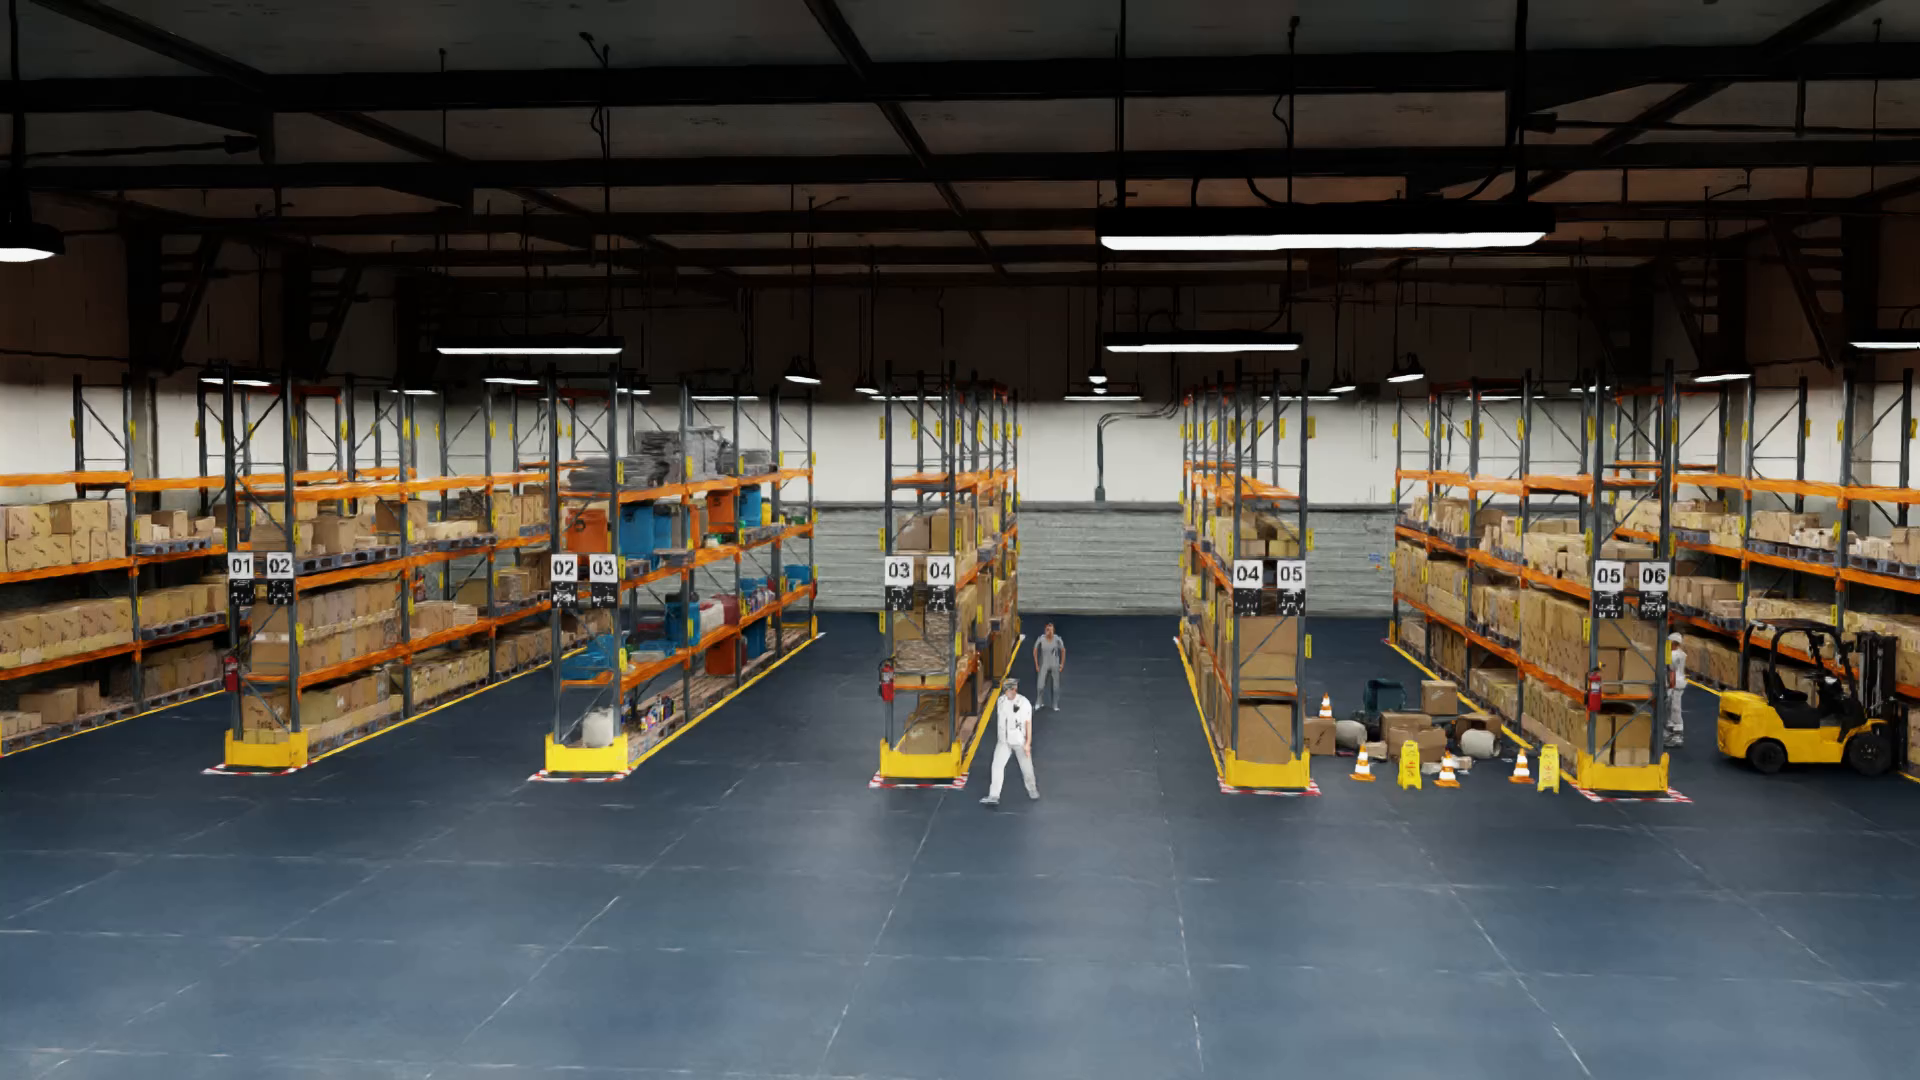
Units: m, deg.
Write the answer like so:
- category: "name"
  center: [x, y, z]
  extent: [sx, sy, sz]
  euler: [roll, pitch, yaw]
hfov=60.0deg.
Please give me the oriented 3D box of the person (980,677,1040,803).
- category: "person"
  center: [0.704, 2.675, 22.354]
  extent: [0.583, 1.711, 0.967]
  euler: [2, 4, 29]

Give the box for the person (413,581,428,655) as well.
- category: "person"
  center: [-11.416, 1.766, 35.380]
  extent: [0.520, 1.790, 0.656]
  euler: [-2, 4, -24]

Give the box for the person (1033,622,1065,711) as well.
- category: "person"
  center: [1.590, 2.249, 29.685]
  extent: [0.580, 1.619, 0.507]
  euler: [0, 4, 3]

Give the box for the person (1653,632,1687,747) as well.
- category: "person"
  center: [11.286, 2.356, 26.424]
  extent: [0.489, 1.787, 0.608]
  euler: [3, 5, 36]

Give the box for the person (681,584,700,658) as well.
- category: "person"
  center: [-5.992, 1.745, 36.546]
  extent: [0.677, 1.724, 0.567]
  euler: [0, 4, 4]
